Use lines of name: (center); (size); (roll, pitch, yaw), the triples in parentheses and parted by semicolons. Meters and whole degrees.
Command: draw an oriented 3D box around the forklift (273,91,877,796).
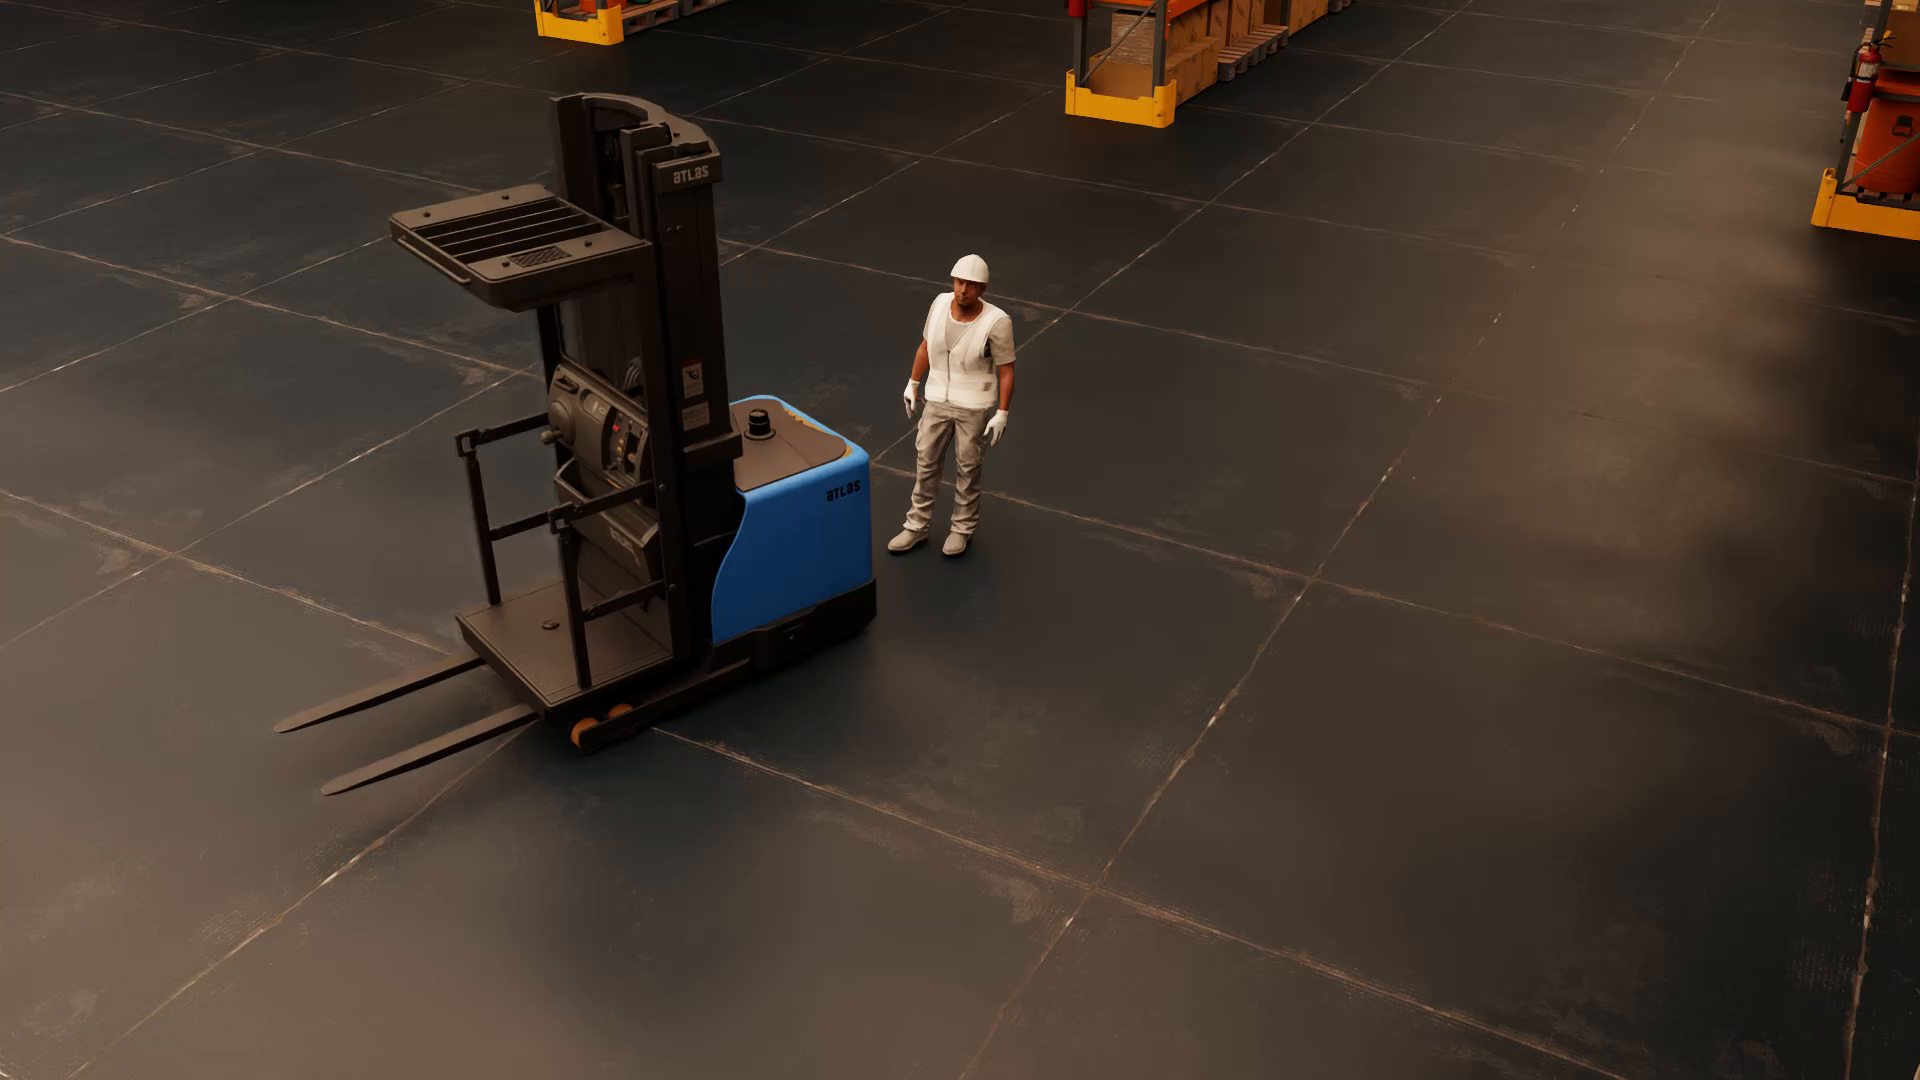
forklift: (-1.921, -0.523, 7.976); (3.031, 2.935, 1.130); (-22, 37, -33)

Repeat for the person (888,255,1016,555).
person: (-0.042, -0.750, 9.503); (0.656, 1.782, 0.577); (15, 33, 25)
